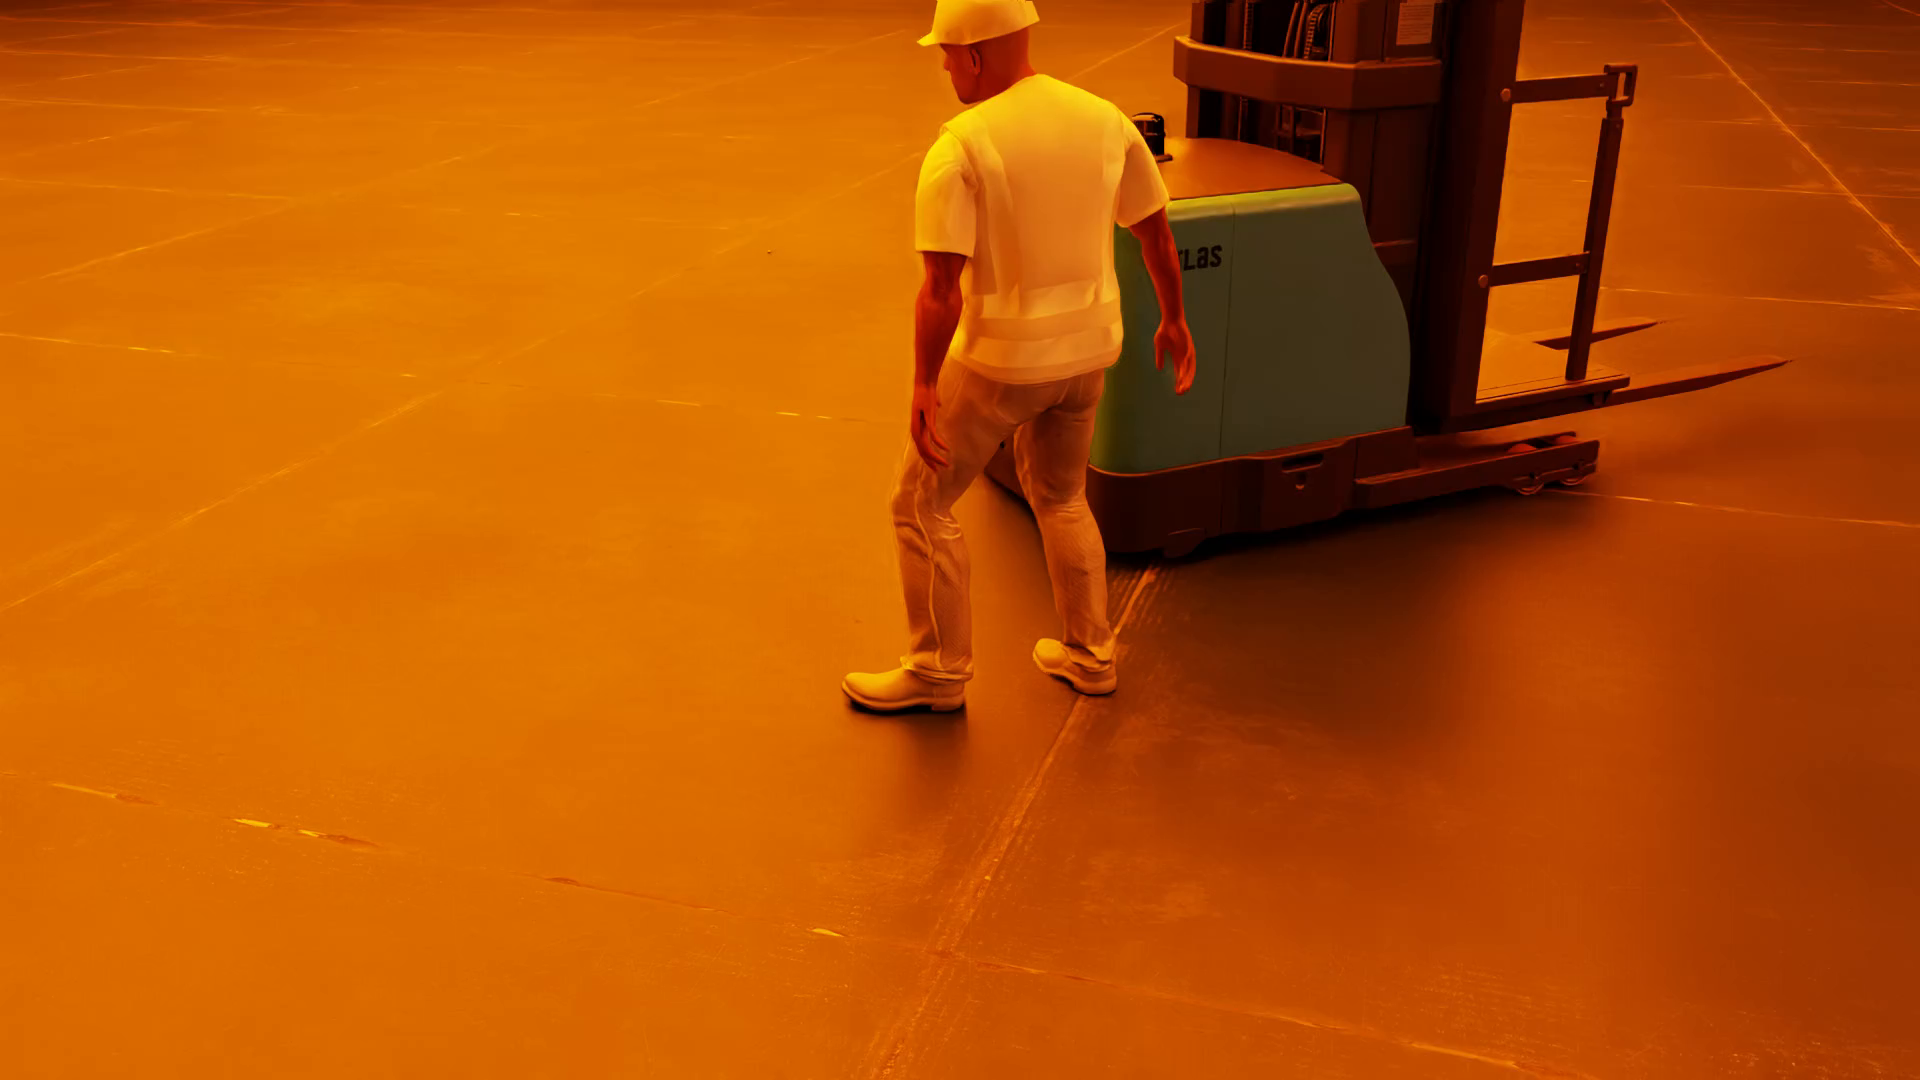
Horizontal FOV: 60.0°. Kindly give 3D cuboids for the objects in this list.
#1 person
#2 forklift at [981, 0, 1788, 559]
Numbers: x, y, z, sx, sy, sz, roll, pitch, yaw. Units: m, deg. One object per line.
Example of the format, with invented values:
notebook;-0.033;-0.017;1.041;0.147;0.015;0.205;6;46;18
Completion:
person;0.140;-0.445;3.957;0.893;1.733;0.471;-14;26;-30
forklift;1.560;-1.672;5.329;3.031;2.935;1.130;-11;25;-24
